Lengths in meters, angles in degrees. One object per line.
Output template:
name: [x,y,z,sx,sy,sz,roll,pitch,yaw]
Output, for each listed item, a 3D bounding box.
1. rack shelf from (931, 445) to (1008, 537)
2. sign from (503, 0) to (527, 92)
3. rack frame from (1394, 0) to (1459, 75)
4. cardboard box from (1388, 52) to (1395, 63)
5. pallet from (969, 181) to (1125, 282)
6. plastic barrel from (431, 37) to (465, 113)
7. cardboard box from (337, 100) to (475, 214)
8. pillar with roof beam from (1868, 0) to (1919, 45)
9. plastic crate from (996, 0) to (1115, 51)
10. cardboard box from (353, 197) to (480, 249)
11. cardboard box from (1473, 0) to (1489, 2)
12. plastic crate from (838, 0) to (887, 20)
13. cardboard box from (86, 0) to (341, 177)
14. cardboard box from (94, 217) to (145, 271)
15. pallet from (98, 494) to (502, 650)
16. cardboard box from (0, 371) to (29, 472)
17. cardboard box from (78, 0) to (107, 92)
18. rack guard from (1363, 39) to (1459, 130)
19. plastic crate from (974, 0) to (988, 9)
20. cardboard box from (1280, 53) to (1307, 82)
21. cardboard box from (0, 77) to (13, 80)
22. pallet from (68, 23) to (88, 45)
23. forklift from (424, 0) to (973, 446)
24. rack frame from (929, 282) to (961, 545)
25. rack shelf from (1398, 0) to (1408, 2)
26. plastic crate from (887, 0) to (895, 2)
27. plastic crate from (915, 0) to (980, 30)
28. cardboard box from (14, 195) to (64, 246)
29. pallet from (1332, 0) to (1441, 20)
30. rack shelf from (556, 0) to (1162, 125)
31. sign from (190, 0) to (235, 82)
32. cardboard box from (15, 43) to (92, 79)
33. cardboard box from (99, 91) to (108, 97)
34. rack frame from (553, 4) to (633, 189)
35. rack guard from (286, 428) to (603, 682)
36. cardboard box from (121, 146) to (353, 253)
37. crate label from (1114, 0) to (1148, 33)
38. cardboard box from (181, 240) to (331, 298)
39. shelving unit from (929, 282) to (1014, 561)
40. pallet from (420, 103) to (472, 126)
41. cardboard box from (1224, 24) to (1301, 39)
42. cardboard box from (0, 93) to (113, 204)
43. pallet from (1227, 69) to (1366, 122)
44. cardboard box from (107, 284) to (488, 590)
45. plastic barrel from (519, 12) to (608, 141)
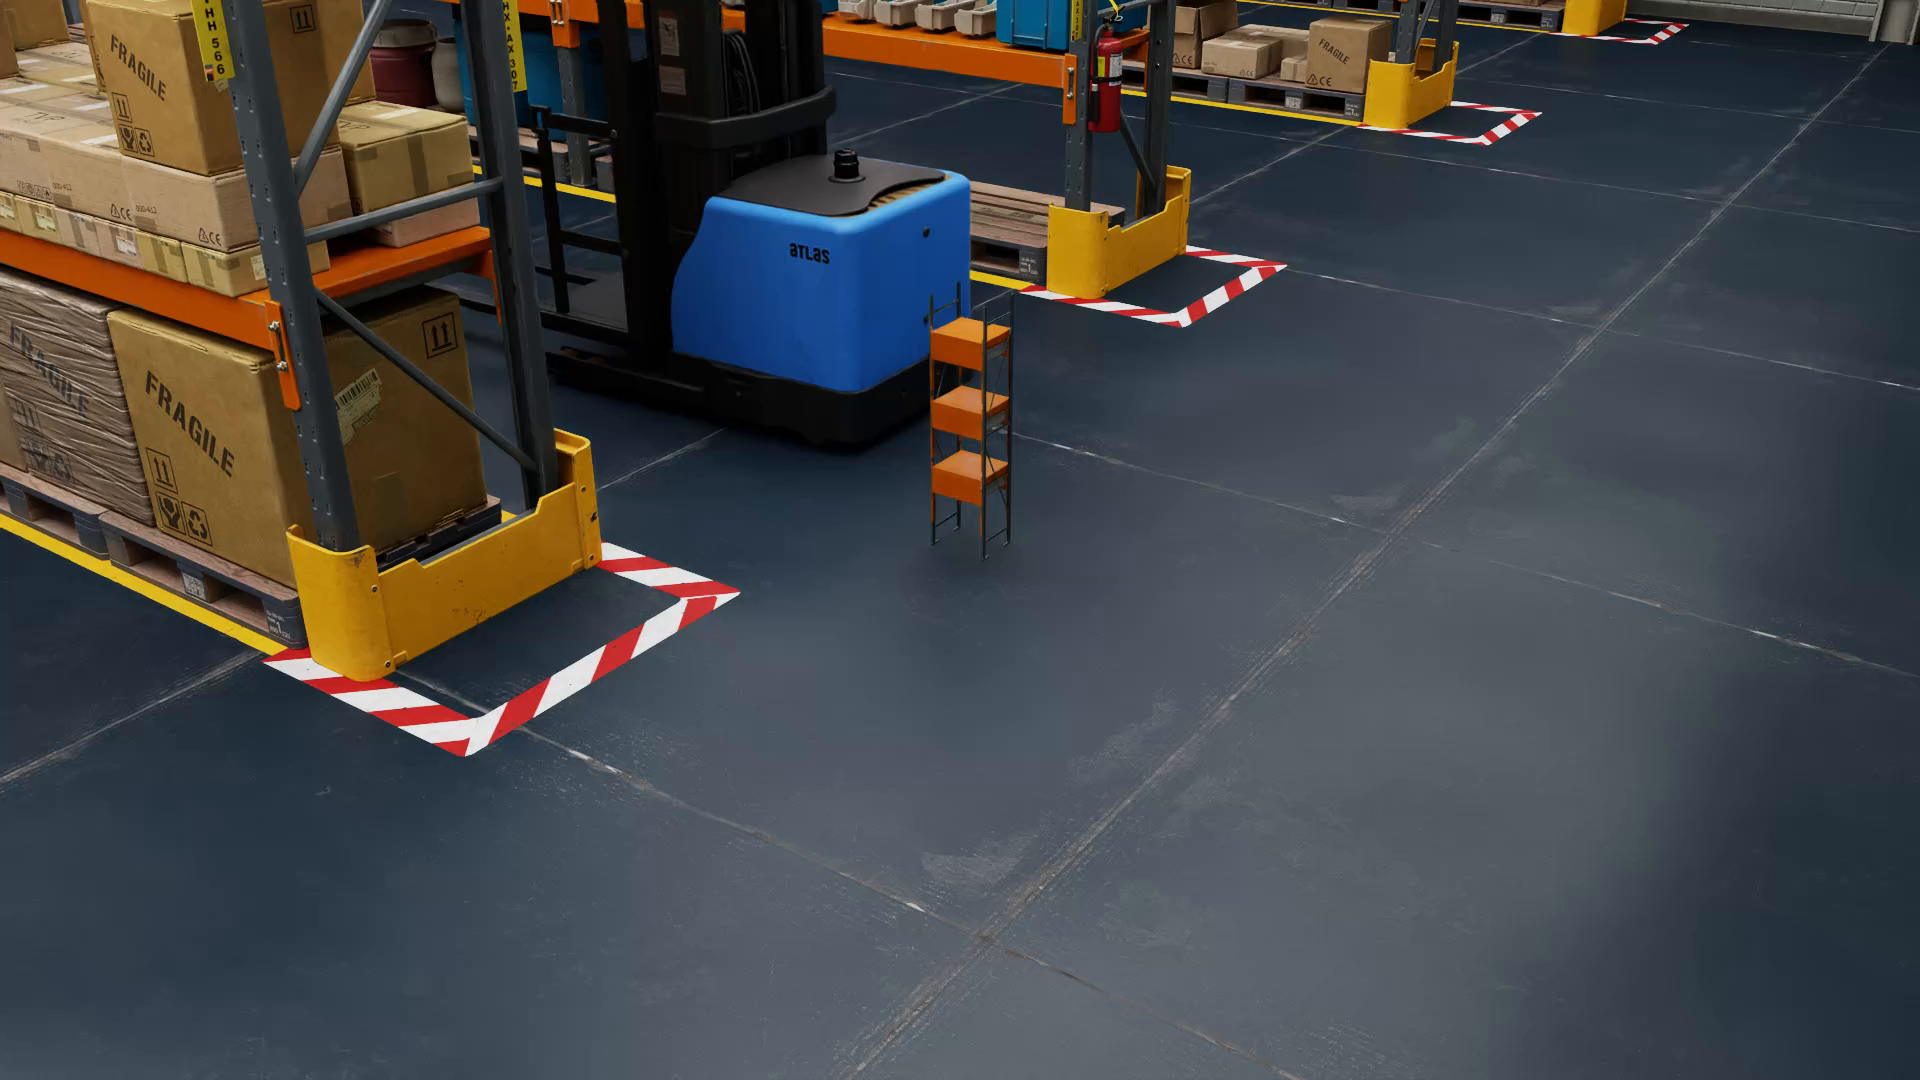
rack shelf: [0.044,-0.197,6.616,0.240,0.259,0.215,17,32,30]
sign: [-1.567,-1.727,5.794,0.005,0.325,0.100,17,32,30]
rack frame: [3.726,-4.802,12.879,0.127,3.000,1.000,17,32,30]
cardboard box: [3.575,-3.964,13.889,0.250,0.149,0.380,17,32,30]
pallet: [0.261,-1.935,10.319,1.213,0.211,1.003,17,32,30]
plastic barrel: [-3.816,-3.563,12.724,0.421,0.512,0.421,0,27,0]
cardboard box: [-2.129,-1.389,6.010,0.500,0.250,0.500,16,31,29]
pillar with roof beam: [6.806,-7.349,11.270,0.400,9.000,9.100,17,32,30]
plastic crate: [0.537,-3.010,9.252,0.499,0.435,0.616,17,32,30]
cardboard box: [-1.992,-1.202,6.082,0.250,0.149,0.380,18,32,31]
cardboard box: [5.481,-5.999,17.524,0.500,0.500,0.700,17,32,30]
plastic crate: [-0.585,-3.213,9.982,0.250,0.136,0.298,17,32,30]
cardboard box: [-2.436,-1.526,5.453,0.500,0.500,0.500,18,32,31]
cardboard box: [-2.788,-1.087,5.856,0.250,0.149,0.380,17,32,30]
pallet: [-2.589,-0.033,6.582,1.213,0.211,1.003,17,32,30]
cardboard box: [-3.942,-0.936,7.162,0.875,0.875,0.875,17,32,30]
cardboard box: [-2.971,-1.983,6.350,0.500,0.500,0.500,16,31,29]
rack guard: [3.663,-3.708,13.484,0.348,0.500,1.175,17,32,30]
plastic crate: [0.125,-3.334,10.220,0.298,0.136,0.250,17,32,30]
cardboard box: [2.856,-3.921,13.786,0.250,0.166,0.380,17,32,30]
cardboard box: [-4.107,-1.713,6.647,0.500,0.250,0.500,18,32,32]
pallet: [-8.304,-4.603,15.562,1.213,0.211,1.003,17,32,30]
forklift: [-1.455,-2.226,7.893,3.031,2.935,1.130,16,31,29]
rack frame: [-0.056,-0.485,6.546,0.008,1.050,0.200,17,32,30]
rack shelf: [2.077,-4.995,14.051,4.000,0.370,1.077,17,32,30]
plastic crate: [-0.431,-3.505,10.449,0.300,0.233,0.416,17,32,30]
plastic crate: [-0.087,-3.082,9.723,0.243,0.136,0.396,17,32,30]
cardboard box: [-3.208,-1.218,6.112,0.250,0.149,0.380,17,31,29]
pallet: [4.823,-5.902,18.115,1.213,0.211,1.003,17,32,30]
rack shelf: [-0.730,-3.144,10.414,4.000,0.370,1.077,17,32,30]
sign: [-2.204,-1.522,4.895,0.005,0.325,0.100,17,32,30]
cardboard box: [-3.822,-1.914,7.042,0.500,0.250,0.500,18,32,31]
cardboard box: [-2.973,-1.651,6.524,0.500,0.250,0.500,16,31,29]
rack frame: [-2.379,-3.978,11.260,0.127,3.000,1.000,17,32,30]
rack guard: [-1.866,0.021,6.158,0.348,0.500,1.175,17,32,30]
cardboard box: [-2.435,-1.190,5.619,0.500,0.250,0.500,17,31,30]
crate label: [0.901,-3.090,9.633,0.303,0.233,0.416,17,32,30]
cardboard box: [-2.366,-0.956,5.598,0.250,0.149,0.380,18,32,31]
shelving unit: [0.044,-0.454,6.485,0.252,1.050,0.215,17,32,30]
pallet: [-4.001,-3.262,12.928,1.213,0.211,1.003,17,32,30]
cardboard box: [2.614,-4.275,14.390,0.500,0.250,0.500,17,32,30]
cardboard box: [-3.273,-1.452,6.132,0.500,0.250,0.500,16,31,29]
pallet: [3.006,-3.783,13.951,1.213,0.211,1.003,17,32,30]
cardboard box: [-2.459,-0.474,6.254,0.875,0.875,0.875,17,32,30]
plastic barrel: [-2.817,-3.376,11.928,0.708,0.901,0.600,17,32,30]
